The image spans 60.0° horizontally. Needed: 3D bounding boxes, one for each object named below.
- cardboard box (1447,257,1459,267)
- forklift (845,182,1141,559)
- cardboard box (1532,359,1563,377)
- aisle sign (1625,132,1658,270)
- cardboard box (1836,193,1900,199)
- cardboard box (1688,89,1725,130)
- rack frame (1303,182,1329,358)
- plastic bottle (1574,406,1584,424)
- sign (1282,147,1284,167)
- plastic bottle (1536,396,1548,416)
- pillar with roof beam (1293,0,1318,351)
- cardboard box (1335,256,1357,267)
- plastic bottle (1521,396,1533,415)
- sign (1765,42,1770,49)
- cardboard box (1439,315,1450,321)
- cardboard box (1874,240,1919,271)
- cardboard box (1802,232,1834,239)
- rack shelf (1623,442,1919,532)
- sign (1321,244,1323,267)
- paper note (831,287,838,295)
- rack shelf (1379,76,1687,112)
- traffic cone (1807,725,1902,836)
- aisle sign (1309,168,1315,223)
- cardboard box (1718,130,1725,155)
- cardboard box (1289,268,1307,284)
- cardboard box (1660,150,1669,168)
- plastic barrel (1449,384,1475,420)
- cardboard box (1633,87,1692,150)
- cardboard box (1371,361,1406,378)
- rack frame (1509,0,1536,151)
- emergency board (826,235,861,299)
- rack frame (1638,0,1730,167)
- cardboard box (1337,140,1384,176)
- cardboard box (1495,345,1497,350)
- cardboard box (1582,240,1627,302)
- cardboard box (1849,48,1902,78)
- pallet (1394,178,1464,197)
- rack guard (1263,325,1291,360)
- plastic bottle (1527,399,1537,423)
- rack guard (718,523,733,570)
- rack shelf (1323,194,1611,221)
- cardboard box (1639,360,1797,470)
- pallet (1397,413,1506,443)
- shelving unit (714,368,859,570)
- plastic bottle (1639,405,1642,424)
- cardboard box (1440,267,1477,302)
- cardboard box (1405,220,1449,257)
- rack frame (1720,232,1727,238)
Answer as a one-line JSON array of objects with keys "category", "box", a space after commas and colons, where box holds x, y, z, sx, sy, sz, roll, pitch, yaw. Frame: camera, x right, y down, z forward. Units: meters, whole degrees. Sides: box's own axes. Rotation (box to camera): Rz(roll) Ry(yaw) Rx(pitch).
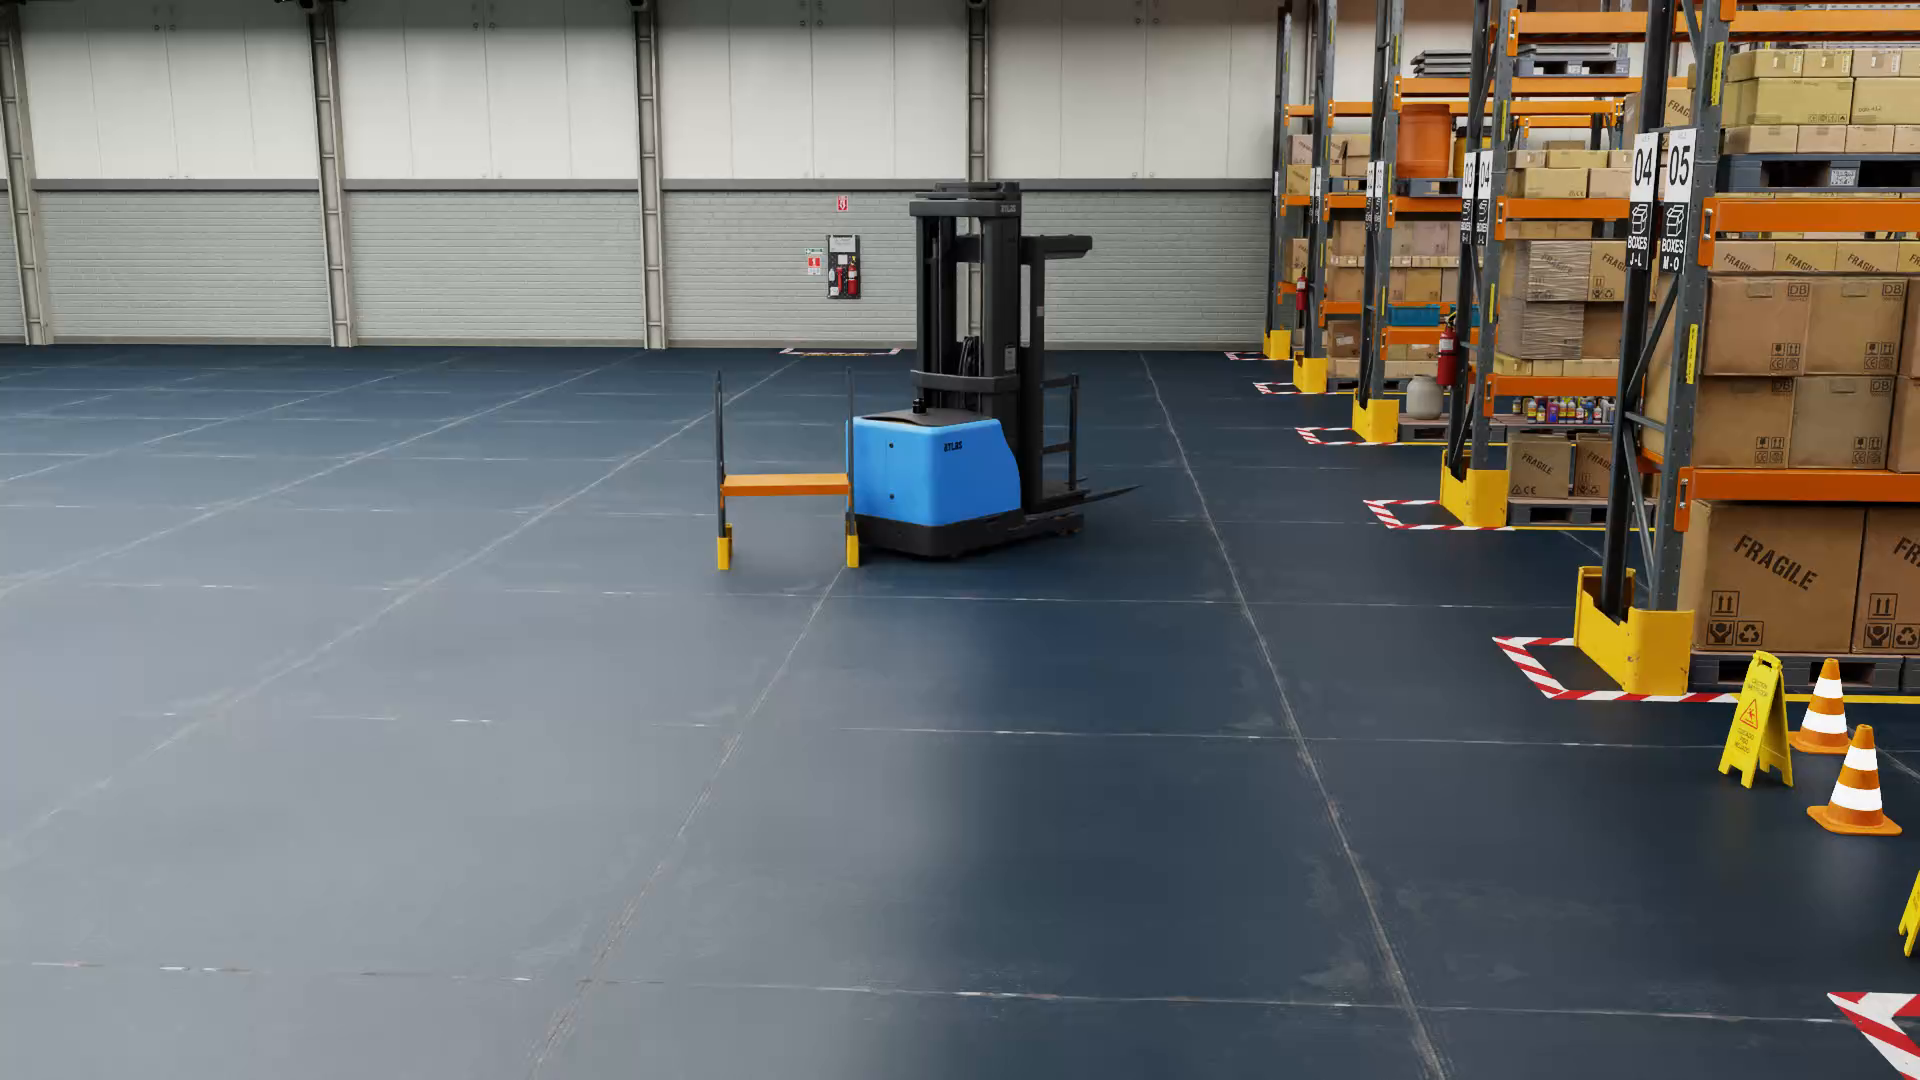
[{"category": "cardboard box", "box": [7.124, -4.018, 23.990, 0.250, 0.149, 0.380, 1, 12, 4]}, {"category": "forklift", "box": [0.413, -1.531, 14.096, 1.130, 2.935, 3.031, 10, 16, 40]}, {"category": "cardboard box", "box": [5.064, -1.515, 14.469, 0.250, 0.149, 0.380, 1, 12, 4]}, {"category": "aisle sign", "box": [4.065, -2.021, 9.924, 0.004, 0.787, 0.394, 1, 12, 4]}, {"category": "cardboard box", "box": [7.546, -3.000, 13.996, 0.500, 0.250, 0.500, 1, 12, 5]}, {"category": "cardboard box", "box": [4.623, -2.532, 9.758, 0.500, 0.250, 0.500, 1, 12, 4]}, {"category": "rack frame", "box": [5.213, -3.722, 24.404, 0.127, 3.000, 1.000, 1, 12, 4]}, {"category": "plastic bottle", "box": [7.208, -1.460, 19.350, 0.097, 0.201, 0.097, 0, 12, 0]}, {"category": "sign", "box": [5.505, -6.519, 28.316, 0.005, 0.325, 0.100, 1, 12, 4]}, {"category": "plastic bottle", "box": [6.984, -1.629, 19.961, 0.133, 0.283, 0.061, 1, 12, 4]}, {"category": "pillar with roof beam", "box": [6.009, -6.958, 25.223, 0.548, 9.000, 9.100, 1, 12, 4]}, {"category": "cardboard box", "box": [5.591, -4.039, 24.092, 0.250, 0.149, 0.380, 1, 12, 3]}, {"category": "plastic bottle", "box": [6.858, -1.662, 20.118, 0.133, 0.283, 0.061, 1, 12, 5]}, {"category": "sign", "box": [8.822, -5.377, 18.176, 0.005, 0.325, 0.100, 1, 12, 4]}, {"category": "cardboard box", "box": [8.494, -3.677, 29.221, 0.500, 0.500, 0.500, 0, 12, -1]}, {"category": "cardboard box", "box": [8.071, -2.277, 14.086, 0.500, 0.500, 0.500, 1, 12, 4]}, {"category": "cardboard box", "box": [14.495, -5.130, 28.284, 0.500, 0.250, 0.500, 1, 12, 3]}, {"category": "rack shelf", "box": [6.111, -0.307, 9.835, 4.000, 0.370, 1.077, 1, 12, 4]}, {"category": "sign", "box": [5.170, -4.071, 23.766, 0.005, 0.325, 0.100, 1, 12, 4]}, {"category": "paper note", "box": [-2.325, -4.610, 30.802, 0.142, 0.148, 0.016, 1, 12, 4]}, {"category": "rack shelf", "box": [6.874, -5.071, 18.937, 4.000, 0.370, 1.077, 1, 12, 4]}, {"category": "traffic cone", "box": [4.136, 1.079, 7.649, 0.334, 0.463, 0.336, 1, 12, 4]}, {"category": "aisle sign", "box": [5.168, -5.055, 24.429, 0.004, 0.787, 0.394, 1, 12, 4]}, {"category": "cardboard box", "box": [4.470, -2.351, 9.867, 0.250, 0.149, 0.380, 1, 12, 4]}, {"category": "cardboard box", "box": [6.006, -4.599, 28.914, 0.500, 0.250, 0.500, 0, 12, 2]}, {"category": "cardboard box", "box": [5.829, -3.213, 14.038, 0.250, 0.149, 0.380, 1, 12, 4]}, {"category": "plastic barrel", "box": [6.041, -1.698, 19.778, 0.421, 0.512, 0.421, 0, 12, 0]}, {"category": "cardboard box", "box": [6.011, -3.530, 13.970, 0.500, 0.500, 0.500, 1, 12, 4]}, {"category": "cardboard box", "box": [6.233, -2.523, 24.361, 0.500, 0.250, 0.500, 1, 12, 4]}, {"category": "rack frame", "box": [9.532, -7.616, 28.367, 0.127, 3.000, 1.000, 1, 12, 4]}, {"category": "emergency board", "box": [-2.153, -5.025, 30.633, 0.643, 1.169, 0.194, 1, 12, 4]}, {"category": "rack frame", "box": [4.116, -3.623, 9.278, 0.127, 3.000, 1.000, 1, 12, 4]}, {"category": "cardboard box", "box": [5.787, -5.506, 23.988, 0.637, 0.503, 0.797, 2, 12, 8]}, {"category": "cardboard box", "box": [7.730, -2.871, 24.194, 0.500, 0.500, 0.500, 1, 12, 4]}, {"category": "cardboard box", "box": [5.577, -2.311, 14.245, 0.500, 0.500, 0.500, 1, 12, 4]}, {"category": "cardboard box", "box": [4.932, -2.600, 9.110, 0.250, 0.149, 0.380, 1, 12, 3]}, {"category": "pallet", "box": [5.698, -4.054, 19.130, 1.213, 0.211, 1.003, 1, 12, 4]}, {"category": "rack guard", "box": [5.617, -3.509, 29.493, 0.348, 0.500, 1.175, 1, 12, 4]}, {"category": "plastic bottle", "box": [6.667, -1.501, 19.378, 0.097, 0.271, 0.097, 0, 12, 0]}, {"category": "rack guard", "box": [-1.848, 0.050, 13.088, 0.087, 0.250, 0.587, -1, 12, -5]}, {"category": "rack shelf", "box": [7.209, -4.811, 24.040, 4.000, 0.370, 1.077, 1, 12, 4]}, {"category": "cardboard box", "box": [4.489, -0.764, 9.897, 0.550, 0.550, 0.875, 1, 12, 4]}, {"category": "pallet", "box": [5.768, -1.341, 19.835, 1.213, 0.211, 1.003, 1, 12, 4]}, {"category": "shelving unit", "box": [-1.352, -0.571, 13.003, 1.083, 1.500, 0.587, -1, 12, -5]}, {"category": "plastic bottle", "box": [7.851, -1.487, 19.282, 0.133, 0.283, 0.061, 2, 12, 8]}, {"category": "cardboard box", "box": [7.223, -3.741, 24.253, 0.500, 0.500, 0.700, 1, 12, 5]}, {"category": "cardboard box", "box": [6.759, -4.383, 24.154, 0.500, 0.500, 0.700, 1, 12, 4]}, {"category": "rack frame", "box": [8.870, -2.655, 19.302, 0.053, 2.616, 0.949, 1, 12, 4]}]
